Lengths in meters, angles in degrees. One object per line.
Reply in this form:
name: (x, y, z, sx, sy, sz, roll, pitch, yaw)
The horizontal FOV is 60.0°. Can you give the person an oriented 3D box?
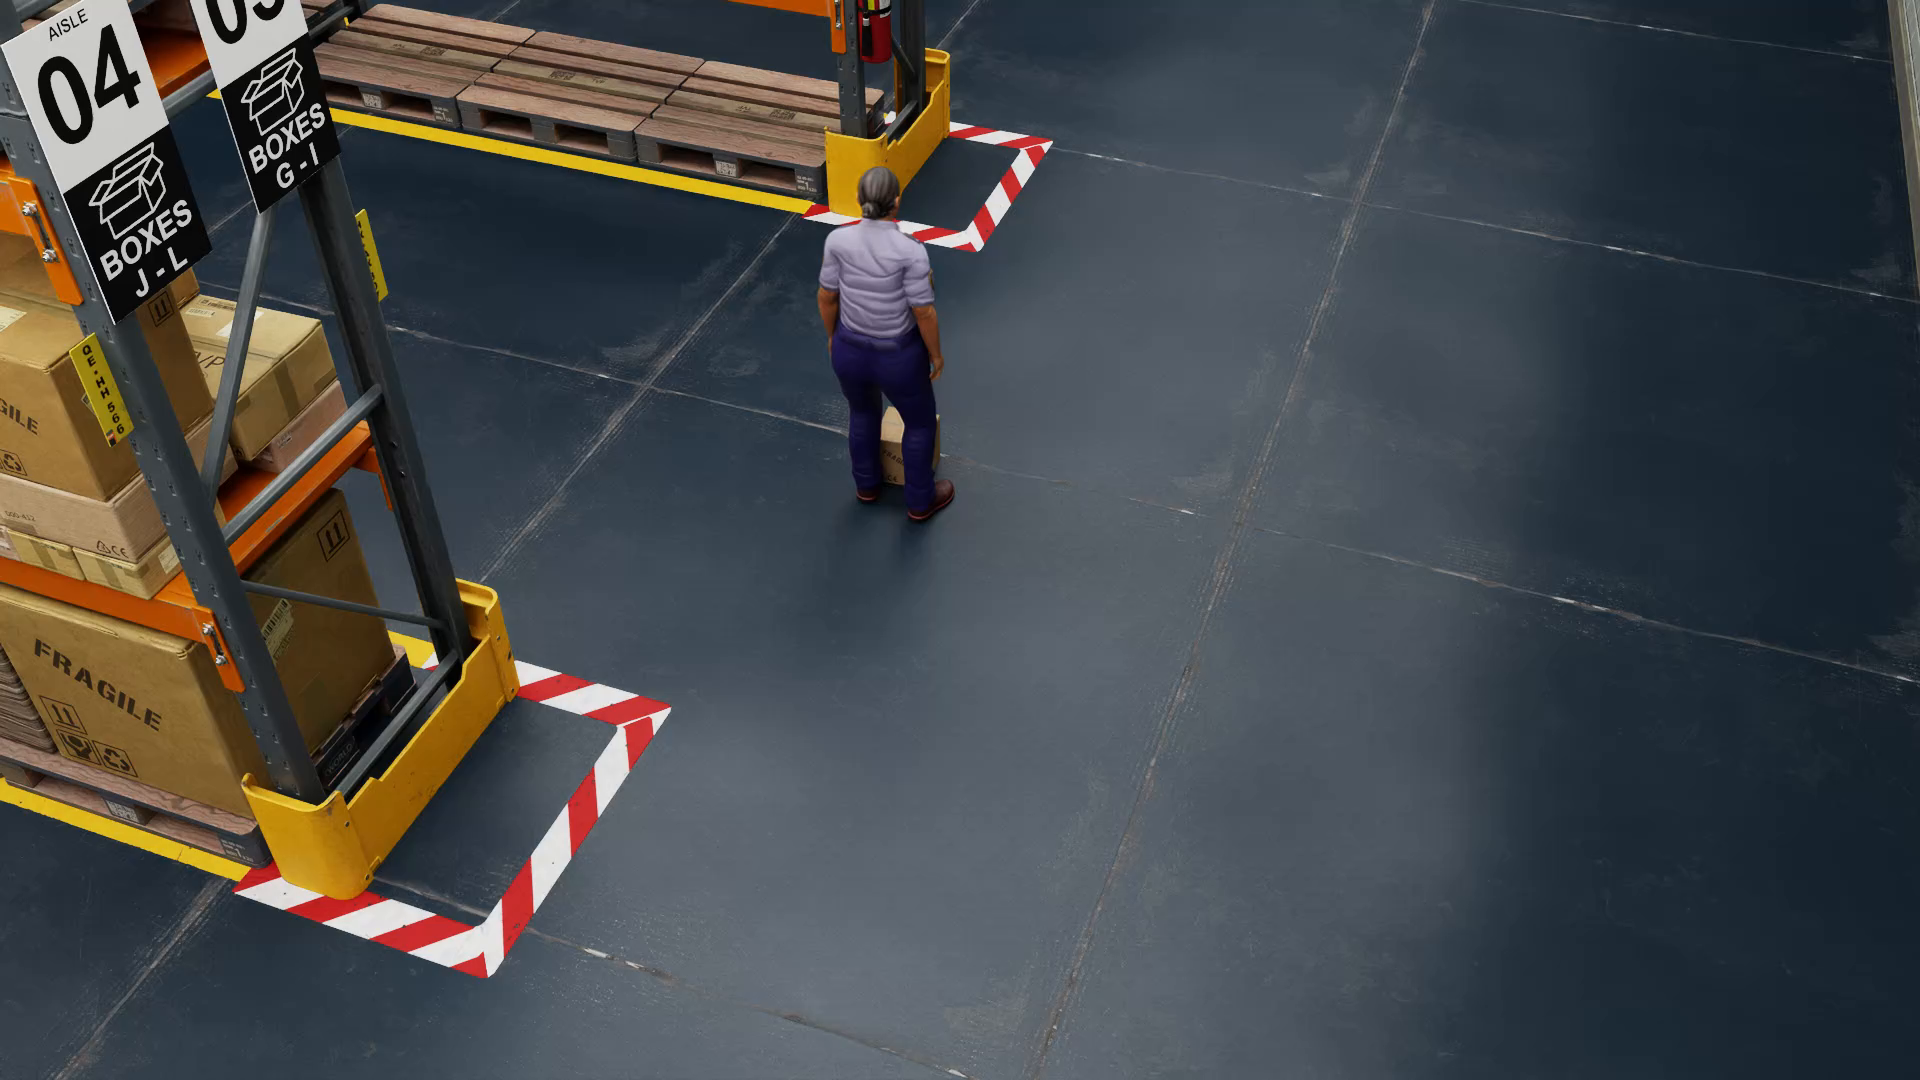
person: (-0.313, -0.814, 7.077, 0.545, 1.651, 0.414, 13, 43, 14)
